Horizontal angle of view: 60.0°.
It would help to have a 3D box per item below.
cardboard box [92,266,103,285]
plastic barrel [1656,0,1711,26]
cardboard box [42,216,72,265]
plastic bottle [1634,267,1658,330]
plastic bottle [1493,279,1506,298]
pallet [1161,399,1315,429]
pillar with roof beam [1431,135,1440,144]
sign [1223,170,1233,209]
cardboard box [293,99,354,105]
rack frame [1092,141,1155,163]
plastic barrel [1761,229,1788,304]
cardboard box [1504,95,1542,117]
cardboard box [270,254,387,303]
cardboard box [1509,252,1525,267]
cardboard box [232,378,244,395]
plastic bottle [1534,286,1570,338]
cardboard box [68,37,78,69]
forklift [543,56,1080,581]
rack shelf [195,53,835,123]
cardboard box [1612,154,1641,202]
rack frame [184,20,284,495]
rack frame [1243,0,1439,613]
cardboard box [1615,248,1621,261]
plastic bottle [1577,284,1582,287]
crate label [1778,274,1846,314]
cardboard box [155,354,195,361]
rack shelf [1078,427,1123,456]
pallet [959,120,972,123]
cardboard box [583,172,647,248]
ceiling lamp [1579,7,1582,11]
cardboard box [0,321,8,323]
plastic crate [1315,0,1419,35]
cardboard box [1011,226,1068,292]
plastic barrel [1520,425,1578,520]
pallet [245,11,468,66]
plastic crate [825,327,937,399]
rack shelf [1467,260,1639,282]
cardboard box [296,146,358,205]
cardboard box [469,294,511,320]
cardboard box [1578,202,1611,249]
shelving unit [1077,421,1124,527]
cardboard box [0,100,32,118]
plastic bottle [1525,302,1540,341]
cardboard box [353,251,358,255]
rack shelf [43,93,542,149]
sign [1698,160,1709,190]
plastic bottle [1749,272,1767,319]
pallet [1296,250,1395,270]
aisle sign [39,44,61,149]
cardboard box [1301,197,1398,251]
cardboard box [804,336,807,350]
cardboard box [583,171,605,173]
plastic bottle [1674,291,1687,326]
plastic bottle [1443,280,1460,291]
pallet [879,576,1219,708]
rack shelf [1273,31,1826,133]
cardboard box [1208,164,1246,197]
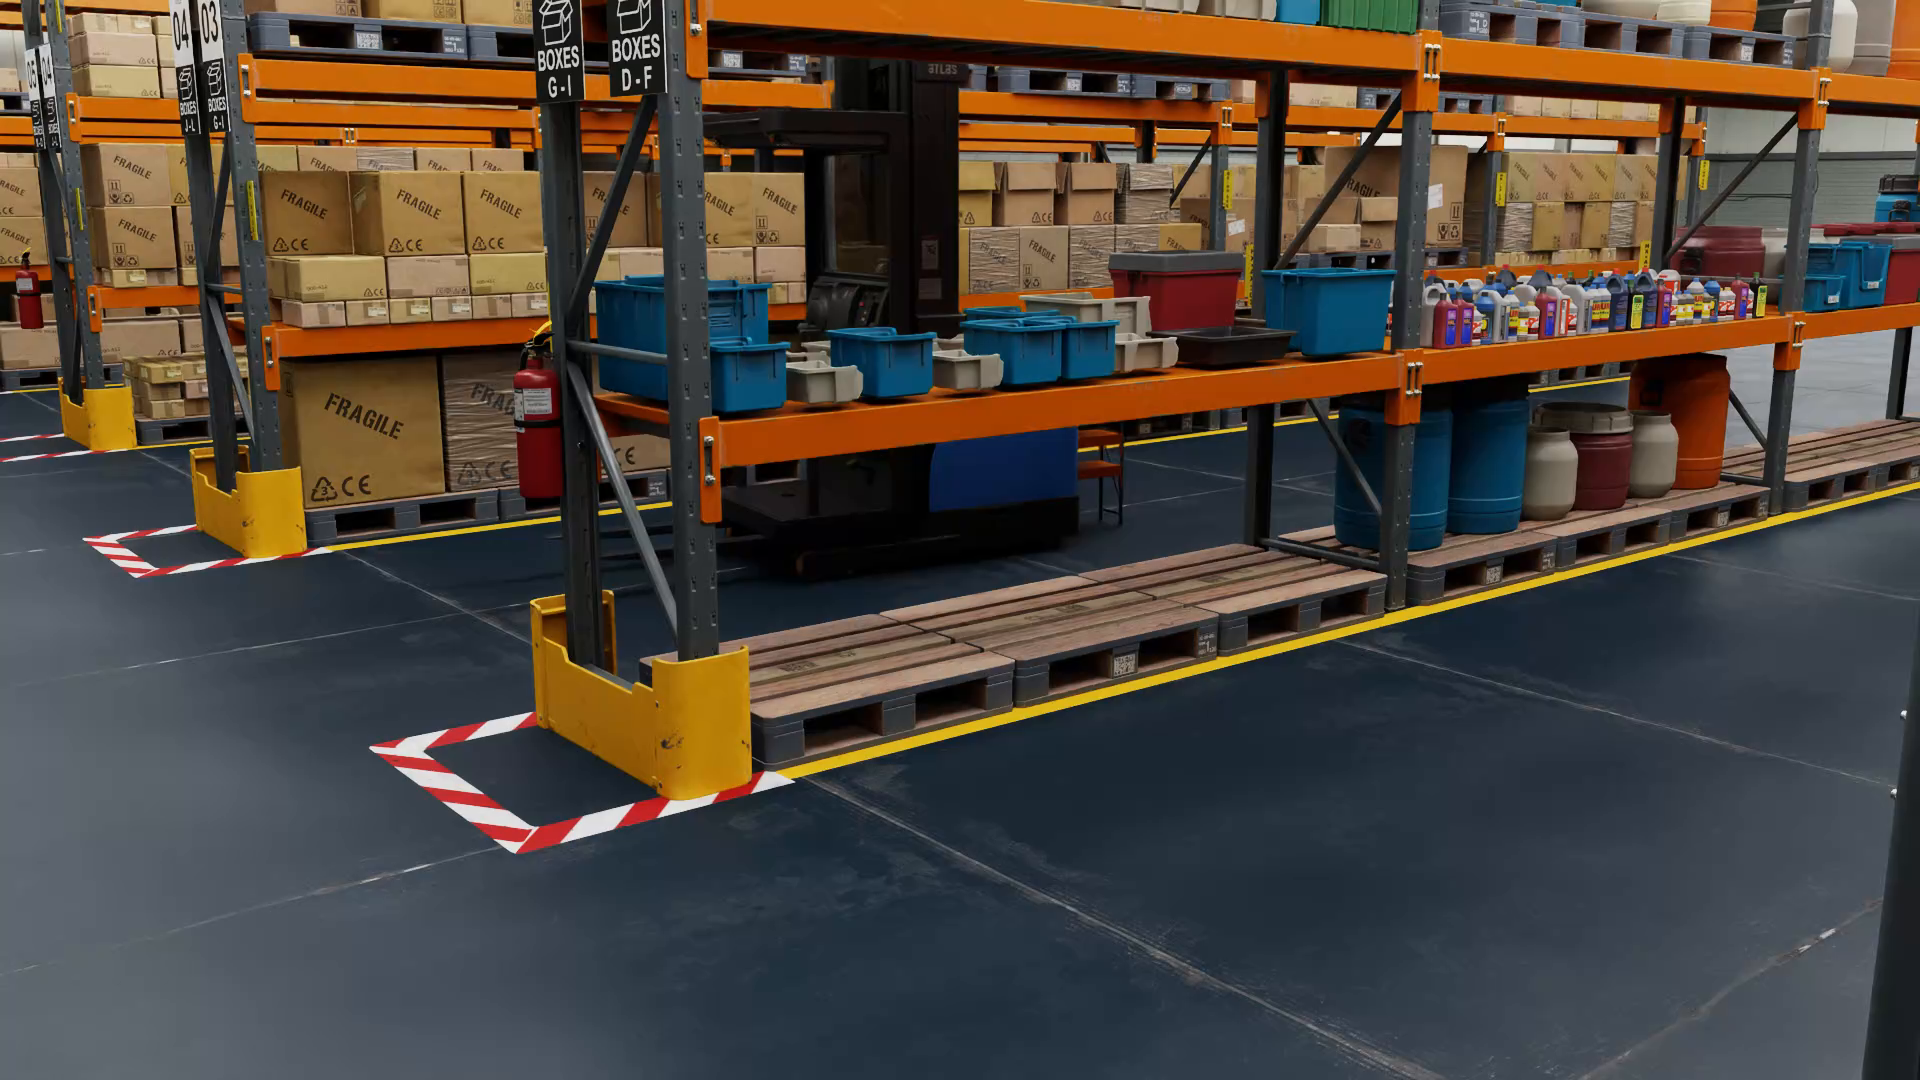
[{"bbox_3d":[-7.251,-2.256,14.138,0.250,0.149,0.380,-9,15,-38],"label":"cardboard box"},{"bbox_3d":[4.286,-3.150,9.844,0.301,0.262,0.301,0,12,0],"label":"plastic barrel"},{"bbox_3d":[-9.568,-3.216,17.810,0.500,0.500,0.500,-10,15,-38],"label":"cardboard box"},{"bbox_3d":[3.940,-1.400,9.620,0.185,0.351,0.144,-9,15,-38],"label":"plastic bottle"},{"bbox_3d":[3.195,-1.417,9.891,0.097,0.271,0.097,0,12,0],"label":"plastic bottle"},{"bbox_3d":[2.549,-1.249,15.501,1.213,0.211,1.003,-9,15,-38],"label":"pallet"},{"bbox_3d":[14.528,-10.589,38.333,0.548,9.000,9.100,-9,15,-38],"label":"pillar with roof beam"},{"bbox_3d":[2.287,-2.988,14.193,0.005,0.325,0.100,-9,15,-38],"label":"sign"},{"bbox_3d":[-5.601,-3.904,14.430,0.500,0.250,0.500,-10,15,-38],"label":"cardboard box"},{"bbox_3d":[2.042,-3.848,21.030,0.127,3.000,1.000,-9,15,-38],"label":"rack frame"},{"bbox_3d":[5.702,-1.931,11.732,0.421,0.512,0.421,0,12,0],"label":"plastic barrel"},{"bbox_3d":[5.573,-4.441,16.963,0.500,0.250,0.500,-10,16,-40],"label":"cardboard box"},{"bbox_3d":[-3.766,-1.564,9.918,0.500,0.250,0.500,-10,16,-39],"label":"cardboard box"},{"bbox_3d":[5.620,-2.917,17.250,0.250,0.149,0.380,-9,15,-38],"label":"cardboard box"},{"bbox_3d":[-6.374,-1.346,14.384,0.250,0.149,0.380,-9,15,-37],"label":"cardboard box"},{"bbox_3d":[3.231,-1.247,9.078,0.135,0.276,0.152,-9,15,-38],"label":"plastic bottle"},{"bbox_3d":[-7.128,-4.031,13.824,0.500,0.250,0.500,-10,16,-39],"label":"cardboard box"},{"bbox_3d":[-0.819,-1.334,9.356,3.031,2.935,1.130,-7,14,-30],"label":"forklift"},{"bbox_3d":[-2.747,-2.848,10.832,4.000,0.370,1.077,-9,15,-38],"label":"rack shelf"},{"bbox_3d":[7.131,-3.991,18.340,0.500,0.500,0.500,-9,15,-38],"label":"cardboard box"},{"bbox_3d":[-4.309,-1.473,9.846,0.127,3.000,1.000,-9,15,-38],"label":"rack frame"},{"bbox_3d":[1.909,-1.189,8.507,0.127,3.000,1.000,-9,15,-38],"label":"rack frame"},{"bbox_3d":[7.125,-3.191,18.541,0.250,0.149,0.380,-9,15,-38],"label":"cardboard box"},{"bbox_3d":[3.919,-1.519,10.541,0.097,0.201,0.097,0,12,0],"label":"plastic bottle"},{"bbox_3d":[5.595,-1.620,10.940,0.416,0.233,0.303,-9,15,-38],"label":"crate label"},{"bbox_3d":[-6.841,-1.526,14.514,0.250,0.149,0.380,-9,15,-37],"label":"cardboard box"},{"bbox_3d":[0.749,-0.597,10.377,0.480,0.148,0.258,-7,14,-30],"label":"rack shelf"},{"bbox_3d":[-0.612,-4.796,18.727,1.003,0.211,1.213,-9,15,-35],"label":"pallet"},{"bbox_3d":[-2.512,-2.280,11.483,0.500,0.500,0.500,-10,16,-39],"label":"cardboard box"},{"bbox_3d":[14.045,-13.246,36.792,0.800,3.185,2.000,-9,15,-38],"label":"ceiling lamp"},{"bbox_3d":[-12.711,-2.809,21.989,0.250,0.149,0.380,-10,16,-40],"label":"cardboard box"},{"bbox_3d":[1.767,-2.449,7.728,0.662,0.188,0.450,-9,15,-38],"label":"plastic crate"},{"bbox_3d":[0.513,-2.259,13.303,0.500,0.500,0.500,-9,15,-37],"label":"cardboard box"},{"bbox_3d":[3.394,-0.396,9.751,0.421,0.512,0.421,0,12,0],"label":"plastic barrel"},{"bbox_3d":[-3.736,-2.995,10.005,1.213,0.211,1.003,-9,15,-38],"label":"pallet"},{"bbox_3d":[-0.302,-0.682,6.376,0.300,0.233,0.416,-9,15,-38],"label":"plastic crate"},{"bbox_3d":[6.623,-2.938,18.476,4.000,0.370,1.077,-9,15,-38],"label":"rack shelf"},{"bbox_3d":[-5.606,-3.187,14.551,0.500,0.500,0.500,-10,16,-39],"label":"cardboard box"},{"bbox_3d":[-3.024,-1.477,10.467,0.250,0.149,0.380,-10,15,-39],"label":"cardboard box"},{"bbox_3d":[6.607,-3.472,18.301,0.500,0.500,0.875,-9,15,-38],"label":"cardboard box"},{"bbox_3d":[0.749,-0.663,10.363,0.503,1.200,0.258,-7,14,-30],"label":"shelving unit"},{"bbox_3d":[-12.295,-5.572,21.570,0.500,0.250,0.500,-10,16,-39],"label":"cardboard box"},{"bbox_3d":[3.053,-1.174,8.912,0.097,0.201,0.097,0,12,0],"label":"plastic bottle"},{"bbox_3d":[-3.700,-1.717,10.639,0.500,0.250,0.500,-10,15,-39],"label":"cardboard box"},{"bbox_3d":[-5.767,-3.666,14.682,4.000,0.370,1.077,-9,15,-38],"label":"rack shelf"},{"bbox_3d":[8.516,-4.178,19.034,0.005,0.325,0.100,-9,15,-38],"label":"sign"},{"bbox_3d":[4.983,-1.529,10.391,0.133,0.283,0.061,-9,15,-38],"label":"plastic bottle"},{"bbox_3d":[3.458,-2.681,15.996,1.213,0.211,1.003,-9,15,-38],"label":"pallet"},{"bbox_3d":[-7.198,-3.505,13.153,0.004,0.787,0.394,-9,15,-38],"label":"aisle sign"},{"bbox_3d":[3.765,-3.047,15.995,0.637,0.503,0.797,-8,14,-32],"label":"cardboard box"},{"bbox_3d":[-0.698,-1.245,12.874,0.875,0.875,1.225,-9,15,-37],"label":"cardboard box"},{"bbox_3d":[-4.889,-4.479,21.355,0.500,0.500,0.500,-9,15,-37],"label":"cardboard box"},{"bbox_3d":[4.245,-1.372,9.845,0.097,0.201,0.097,0,12,0],"label":"plastic bottle"},{"bbox_3d":[2.799,-1.362,9.622,0.135,0.276,0.152,-9,15,-38],"label":"plastic bottle"},{"bbox_3d":[0.405,0.436,7.568,1.213,0.211,1.003,-9,15,-38],"label":"pallet"},{"bbox_3d":[3.470,-2.564,9.493,4.000,0.370,1.077,-9,15,-38],"label":"rack shelf"},{"bbox_3d":[3.216,-4.630,21.751,0.550,0.550,0.875,-9,15,-38],"label":"cardboard box"}]
